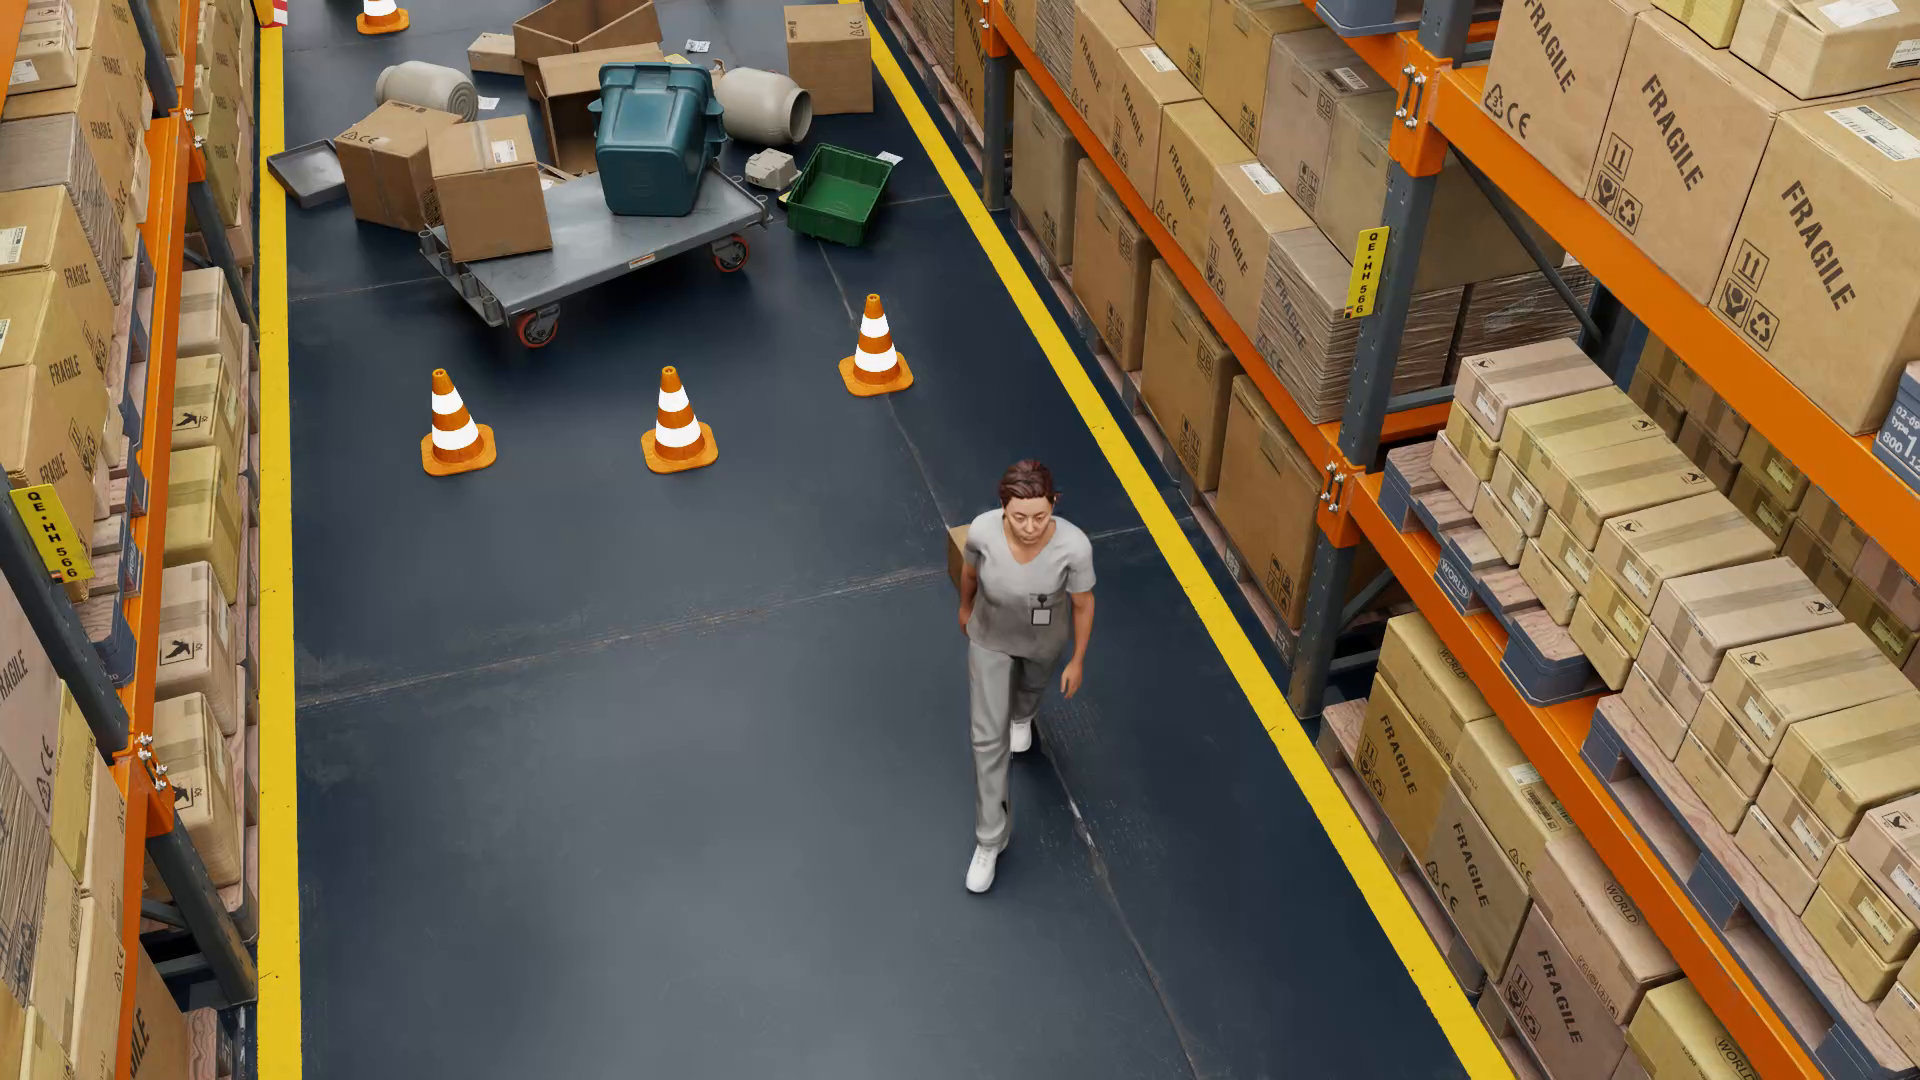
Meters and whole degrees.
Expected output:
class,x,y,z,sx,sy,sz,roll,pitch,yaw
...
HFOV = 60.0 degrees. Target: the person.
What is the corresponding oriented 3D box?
class,x,y,z,sx,sy,sz,roll,pitch,yaw
person,0.221,0.364,5.754,0.469,1.607,0.963,1,42,1
